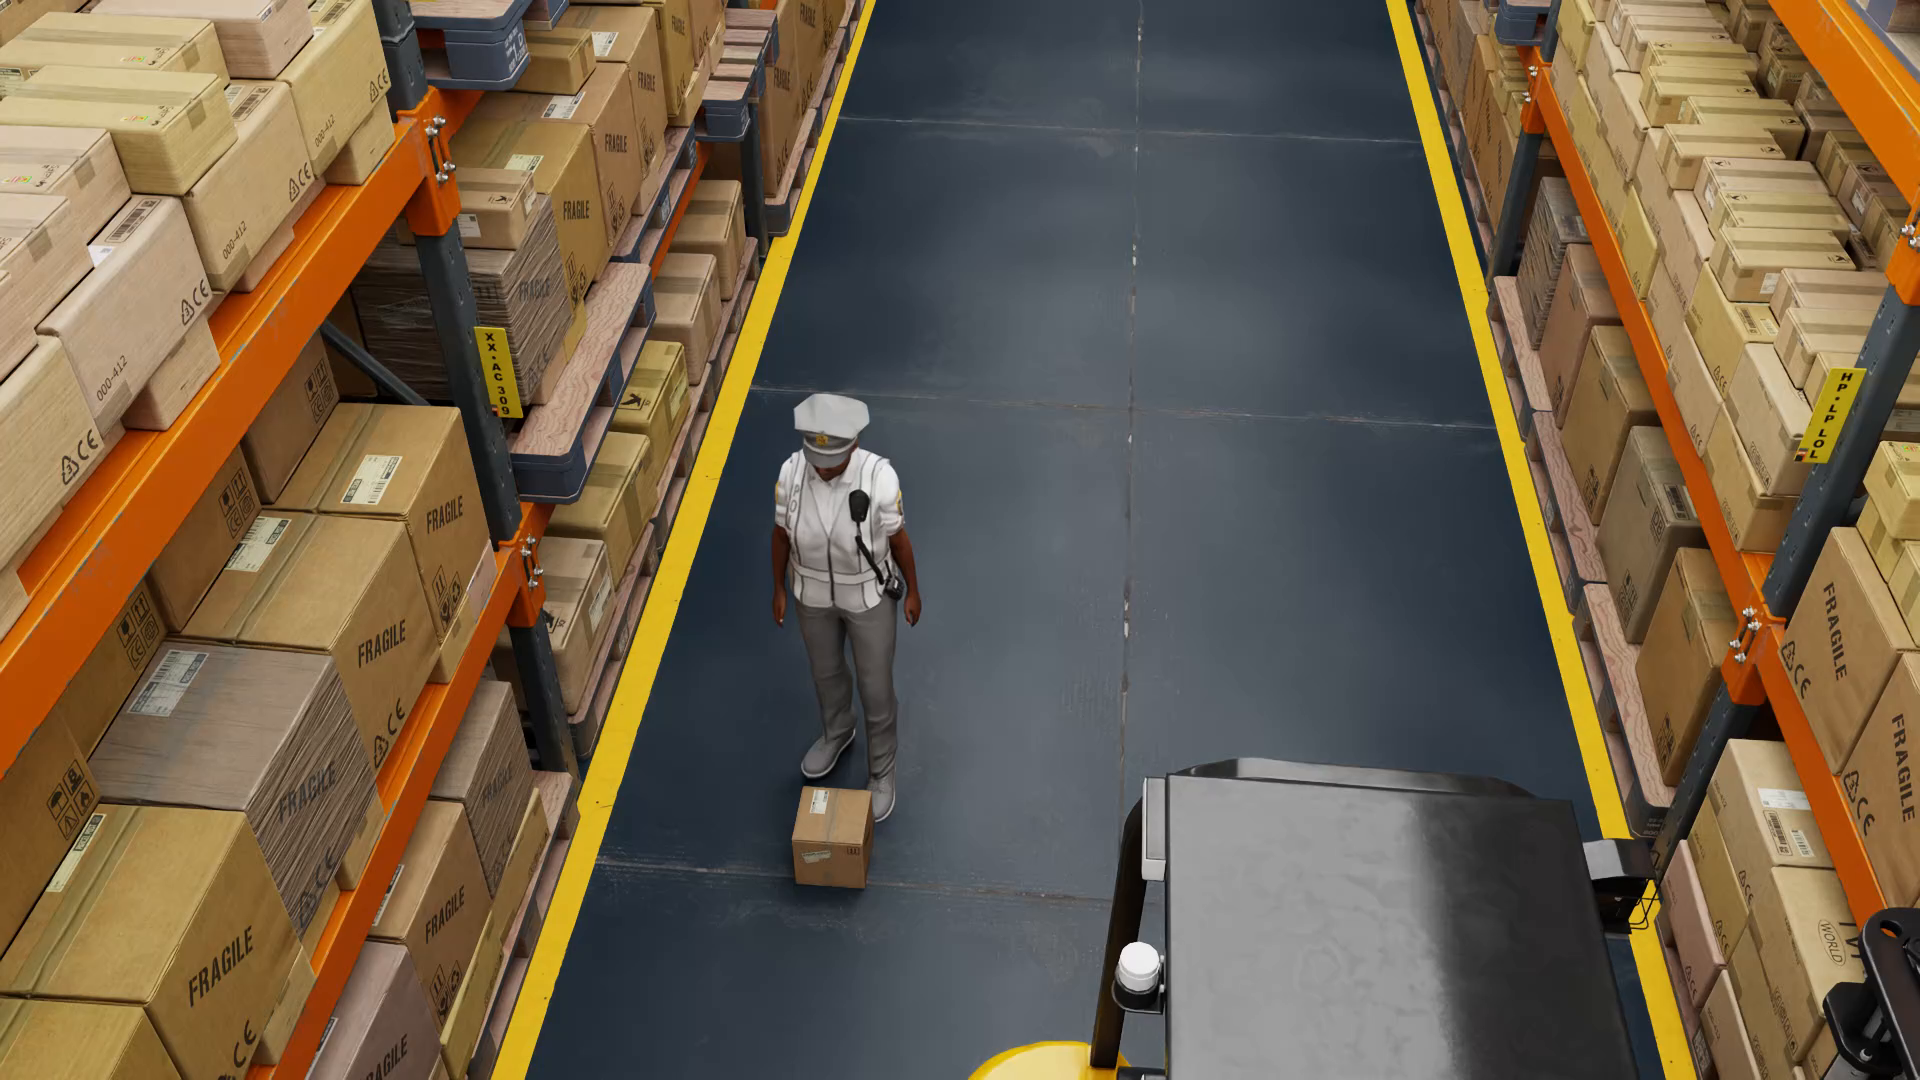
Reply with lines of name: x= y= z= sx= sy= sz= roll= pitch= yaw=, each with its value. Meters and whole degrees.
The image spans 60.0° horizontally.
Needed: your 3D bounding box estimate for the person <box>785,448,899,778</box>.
person: x=-0.413 y=0.264 z=5.944 sx=0.393 sy=1.366 sz=0.350 roll=8 pitch=41 yaw=10
